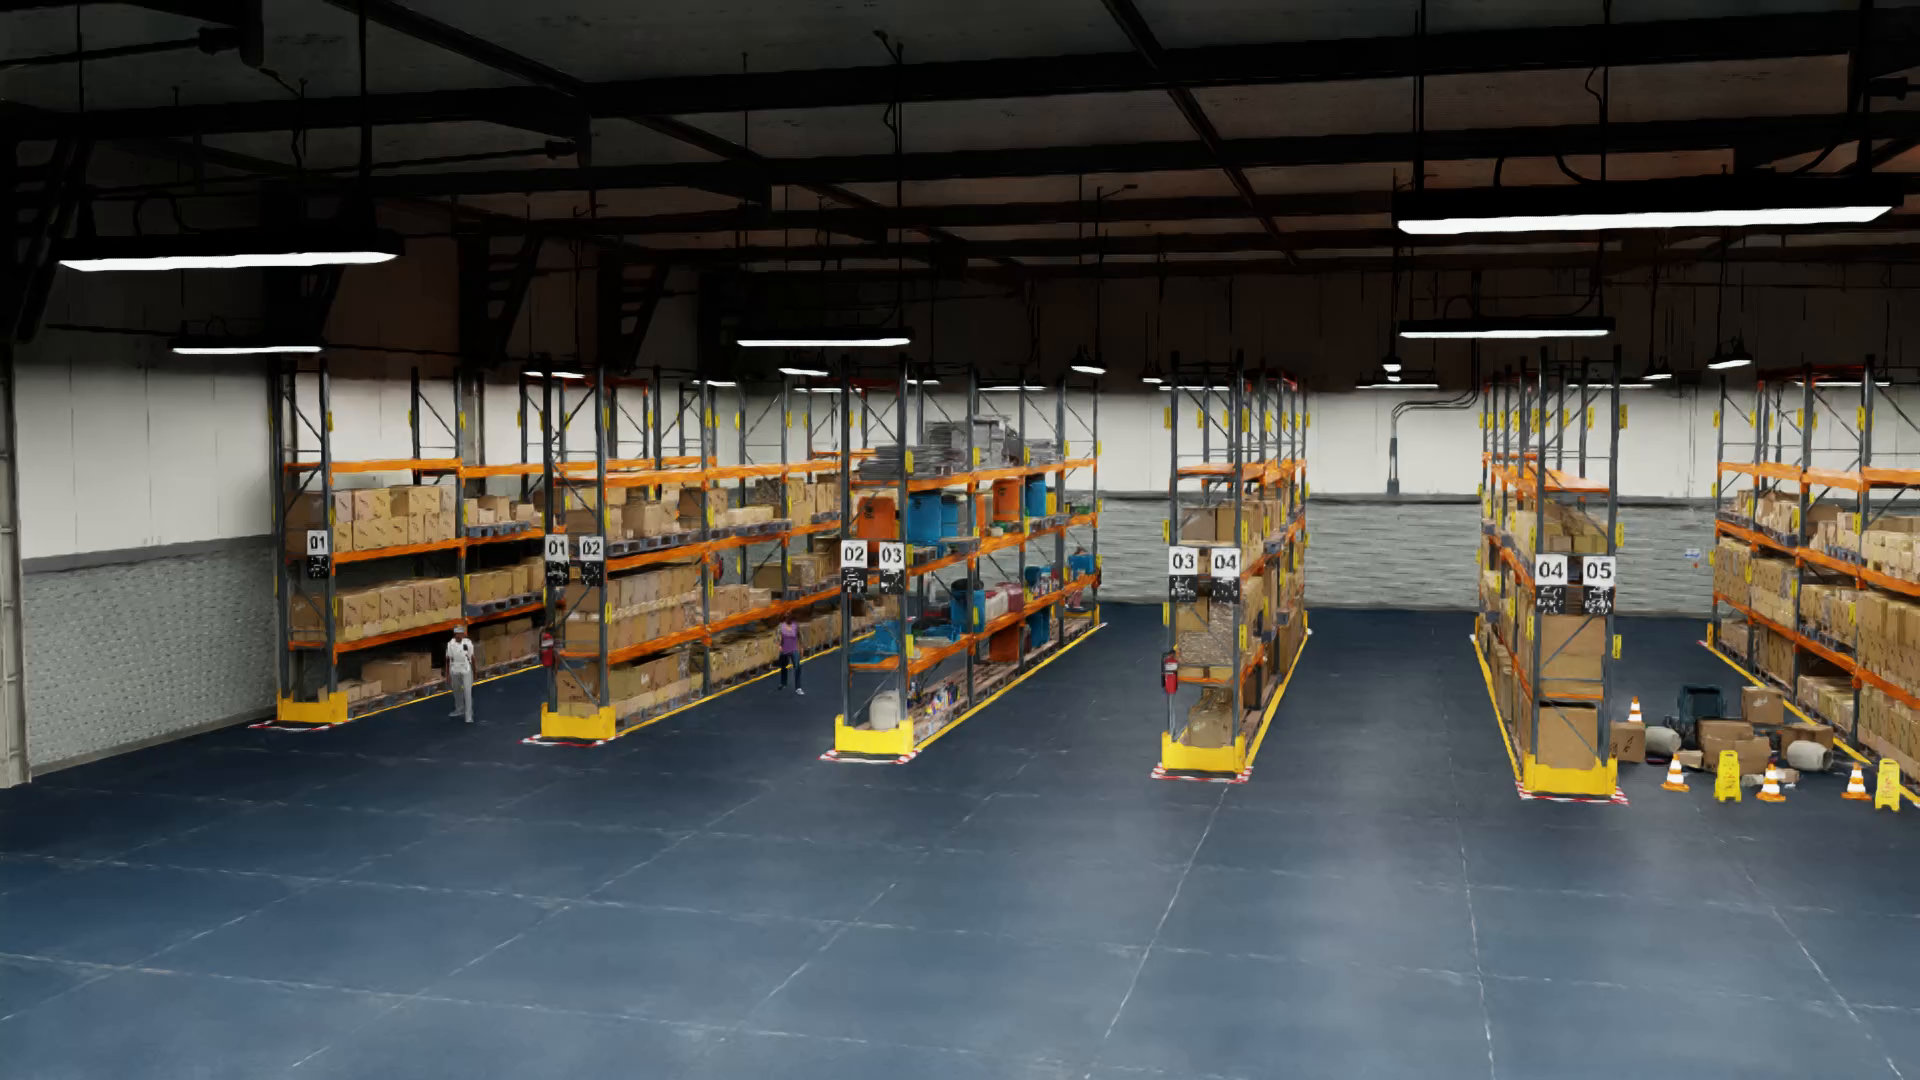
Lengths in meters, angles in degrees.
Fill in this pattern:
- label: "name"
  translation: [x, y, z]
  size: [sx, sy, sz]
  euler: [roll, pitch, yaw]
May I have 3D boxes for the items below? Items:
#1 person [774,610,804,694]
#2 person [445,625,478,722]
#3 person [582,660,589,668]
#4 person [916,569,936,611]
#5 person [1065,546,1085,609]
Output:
- label: "person"
  translation: [-3.128, 2.031, 30.535]
  size: [0.561, 1.525, 0.788]
  euler: [0, 4, -3]
- label: "person"
  translation: [-8.330, 2.205, 27.750]
  size: [0.494, 1.612, 0.936]
  euler: [-1, 4, -8]
- label: "person"
  translation: [-7.435, 1.786, 32.745]
  size: [0.571, 1.708, 1.033]
  euler: [0, 4, 7]
- label: "person"
  translation: [-0.858, 0.991, 43.560]
  size: [0.496, 1.756, 0.660]
  euler: [4, 6, 42]
- label: "person"
  translation: [3.068, 1.000, 43.935]
  size: [0.437, 1.667, 0.623]
  euler: [4, 6, 42]
